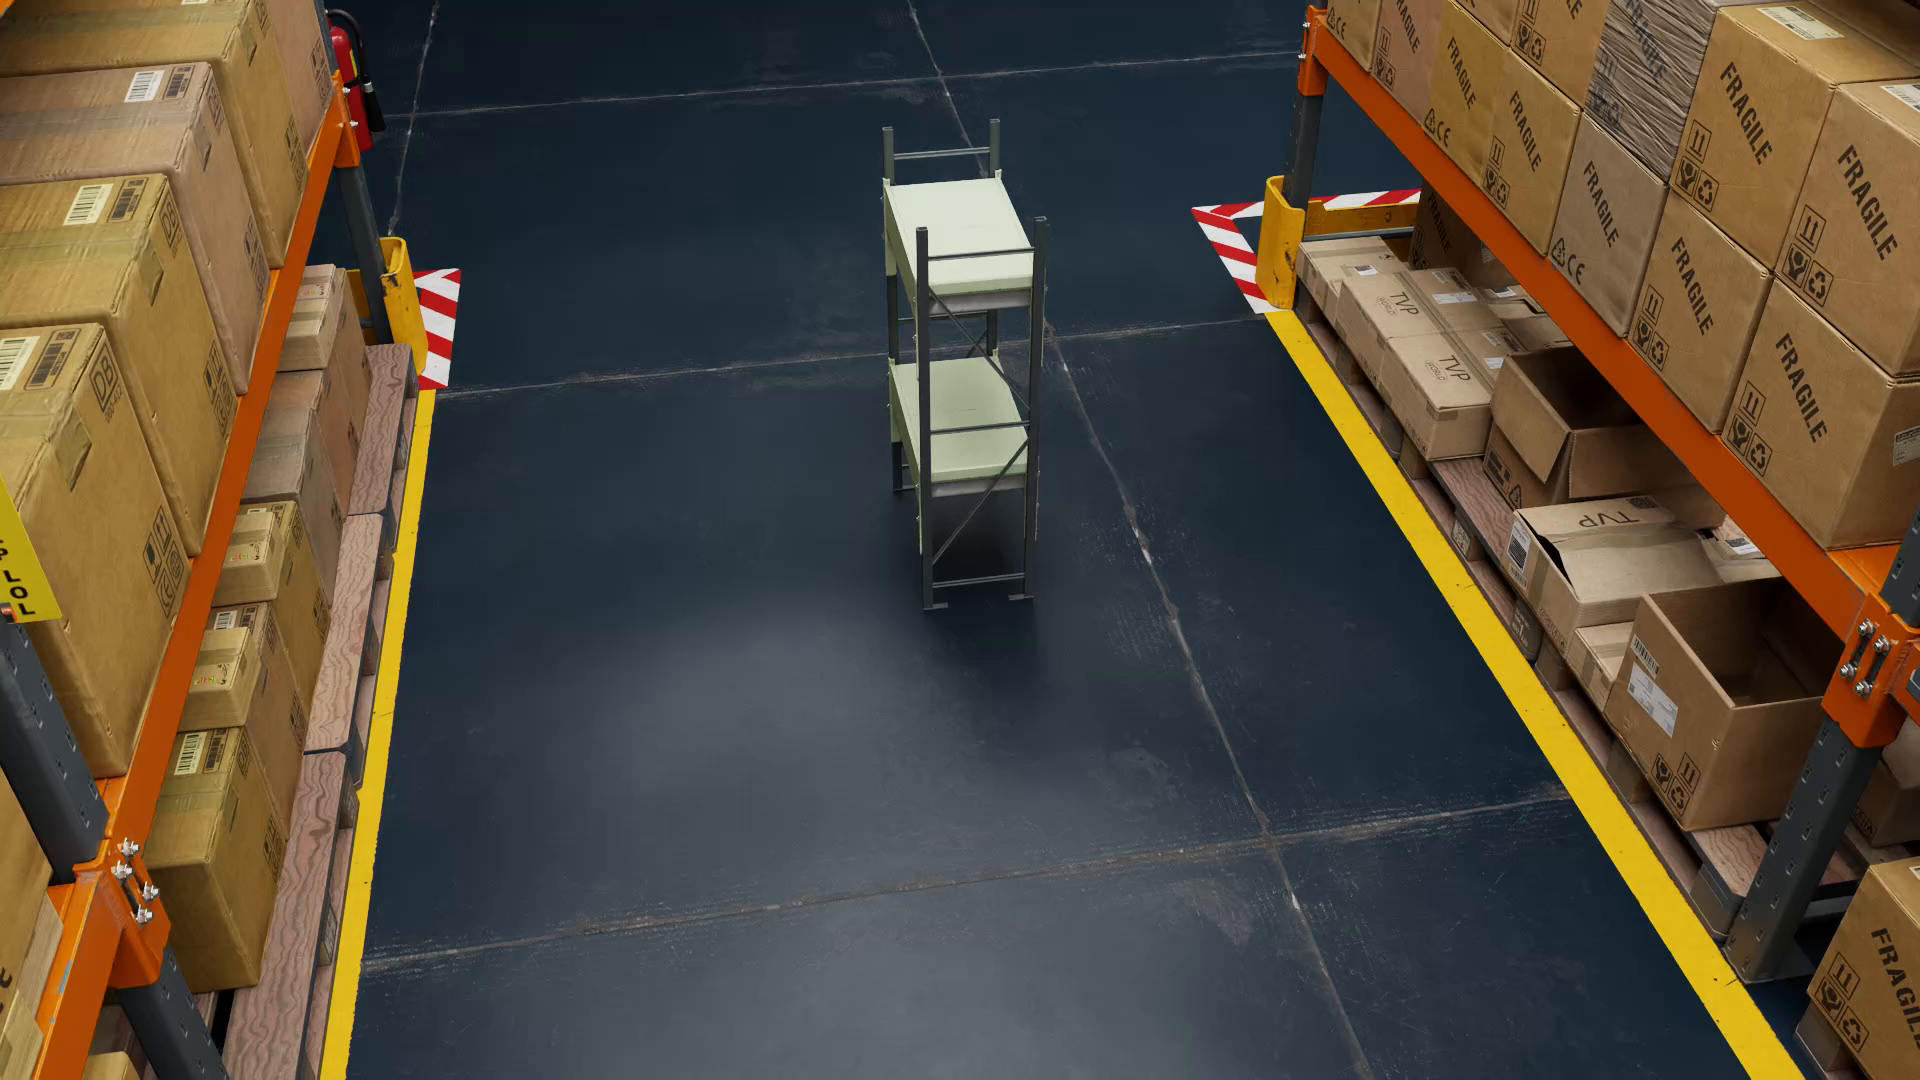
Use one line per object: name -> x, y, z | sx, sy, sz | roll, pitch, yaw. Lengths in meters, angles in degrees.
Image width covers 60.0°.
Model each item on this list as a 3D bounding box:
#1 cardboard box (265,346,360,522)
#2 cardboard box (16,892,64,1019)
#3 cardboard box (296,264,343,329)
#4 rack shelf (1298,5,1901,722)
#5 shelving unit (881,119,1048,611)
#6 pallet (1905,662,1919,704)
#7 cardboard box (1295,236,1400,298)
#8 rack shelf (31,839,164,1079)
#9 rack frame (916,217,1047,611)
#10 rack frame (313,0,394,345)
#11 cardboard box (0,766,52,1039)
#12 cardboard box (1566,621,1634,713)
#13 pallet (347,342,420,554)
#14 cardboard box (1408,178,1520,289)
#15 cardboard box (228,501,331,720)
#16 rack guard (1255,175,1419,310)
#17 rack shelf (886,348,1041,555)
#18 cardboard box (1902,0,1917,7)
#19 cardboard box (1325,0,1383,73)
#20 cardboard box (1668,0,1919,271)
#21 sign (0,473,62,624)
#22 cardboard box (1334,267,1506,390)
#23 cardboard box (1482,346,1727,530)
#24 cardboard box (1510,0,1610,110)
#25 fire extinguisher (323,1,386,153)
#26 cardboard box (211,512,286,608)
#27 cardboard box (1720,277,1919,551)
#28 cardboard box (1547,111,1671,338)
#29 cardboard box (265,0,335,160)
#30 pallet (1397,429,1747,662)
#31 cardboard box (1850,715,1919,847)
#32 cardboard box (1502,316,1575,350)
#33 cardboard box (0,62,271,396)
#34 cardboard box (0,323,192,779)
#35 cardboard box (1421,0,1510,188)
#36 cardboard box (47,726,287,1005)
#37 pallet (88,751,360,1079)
cardboard box -> -2.599, -0.373, 5.981 | 0.700, 0.500, 0.500 | -6, 38, -8
cardboard box -> -1.868, 0.772, 2.999 | 0.380, 0.149, 0.250 | -6, 38, -8
cardboard box -> -2.485, -0.874, 6.096 | 0.380, 0.149, 0.250 | -7, 38, -8
rack shelf -> 2.319, -0.952, 5.616 | 1.077, 0.370, 4.000 | -6, 38, -8
shelving unit -> 0.001, -0.588, 5.785 | 0.431, 1.500, 0.755 | -6, 38, -8
pallet -> 2.702, 0.542, 3.263 | 1.003, 0.211, 1.213 | -6, 38, -8
cardboard box -> 1.704, -1.202, 7.317 | 0.380, 0.149, 0.250 | -6, 38, -8
rack shelf -> -1.856, 1.999, 1.818 | 1.077, 0.370, 4.000 | -6, 38, -8
rack frame -> 0.065, -0.367, 5.500 | 0.400, 1.500, 0.023 | -6, 38, -8
rack frame -> -2.908, -1.909, 6.262 | 1.000, 3.000, 0.127 | -6, 38, -8
cardboard box -> -1.877, 0.594, 2.700 | 0.500, 0.500, 0.500 | -7, 38, -9
cardboard box -> 2.166, 0.391, 5.267 | 0.380, 0.149, 0.250 | -6, 38, -8
pallet -> -2.691, -0.333, 6.507 | 1.003, 0.211, 1.213 | -6, 38, -8
cardboard box -> 2.306, -1.328, 7.194 | 0.500, 0.500, 0.500 | -6, 38, -8
cardboard box -> -2.409, 0.252, 5.176 | 0.700, 0.500, 0.500 | -5, 38, -7
rack guard -> 1.982, -1.411, 7.658 | 1.175, 0.500, 0.348 | -6, 38, -8
rack shelf -> 0.001, -0.331, 5.985 | 0.431, 0.370, 0.720 | -6, 38, -8
cardboard box -> 2.684, -1.399, 4.709 | 0.500, 0.500, 0.500 | -7, 38, -9
cardboard box -> 1.787, -2.187, 6.538 | 0.500, 0.500, 0.500 | -5, 38, -7
cardboard box -> 2.234, -1.049, 4.259 | 0.500, 0.500, 0.500 | -7, 38, -9
sign -> -1.674, 0.017, 2.904 | 0.100, 0.325, 0.005 | -6, 38, -8
cardboard box -> 1.872, -0.871, 6.808 | 0.500, 0.250, 0.500 | -6, 38, -8
cardboard box -> 2.335, -0.350, 5.932 | 0.797, 0.503, 0.637 | -6, 38, -8
cardboard box -> 2.059, -1.657, 5.042 | 0.500, 0.500, 0.500 | -7, 38, -8
fire extinguisher -> -2.480, -1.872, 6.581 | 0.296, 0.674, 0.183 | -6, 38, -8
cardboard box -> -2.209, 0.068, 4.884 | 0.380, 0.149, 0.250 | -7, 38, -9
cardboard box -> 2.330, -0.342, 4.163 | 0.500, 0.500, 0.500 | -6, 38, -7
cardboard box -> 2.146, -0.963, 4.963 | 0.500, 0.500, 0.500 | -5, 38, -7
cardboard box -> -2.808, -1.720, 5.775 | 0.980, 0.700, 0.700 | -5, 38, -6
pallet -> 2.333, -0.080, 6.181 | 1.003, 0.211, 1.213 | -6, 38, -8
cardboard box -> 2.809, 0.584, 4.887 | 0.500, 0.311, 0.500 | -6, 38, -8
cardboard box -> 2.443, -0.653, 6.528 | 0.500, 0.250, 0.500 | -6, 38, -8
cardboard box -> -2.545, -0.820, 4.617 | 0.980, 0.700, 0.700 | -8, 39, -10
cardboard box -> -2.286, 0.059, 3.484 | 0.980, 0.700, 0.700 | -6, 38, -7
cardboard box -> 1.968, -1.572, 5.747 | 0.500, 0.500, 0.500 | -6, 38, -8
cardboard box -> -2.237, 0.866, 4.386 | 0.700, 0.500, 0.500 | -6, 38, -7
pallet -> -2.263, 1.141, 4.610 | 1.003, 0.211, 1.213 | -6, 38, -8
